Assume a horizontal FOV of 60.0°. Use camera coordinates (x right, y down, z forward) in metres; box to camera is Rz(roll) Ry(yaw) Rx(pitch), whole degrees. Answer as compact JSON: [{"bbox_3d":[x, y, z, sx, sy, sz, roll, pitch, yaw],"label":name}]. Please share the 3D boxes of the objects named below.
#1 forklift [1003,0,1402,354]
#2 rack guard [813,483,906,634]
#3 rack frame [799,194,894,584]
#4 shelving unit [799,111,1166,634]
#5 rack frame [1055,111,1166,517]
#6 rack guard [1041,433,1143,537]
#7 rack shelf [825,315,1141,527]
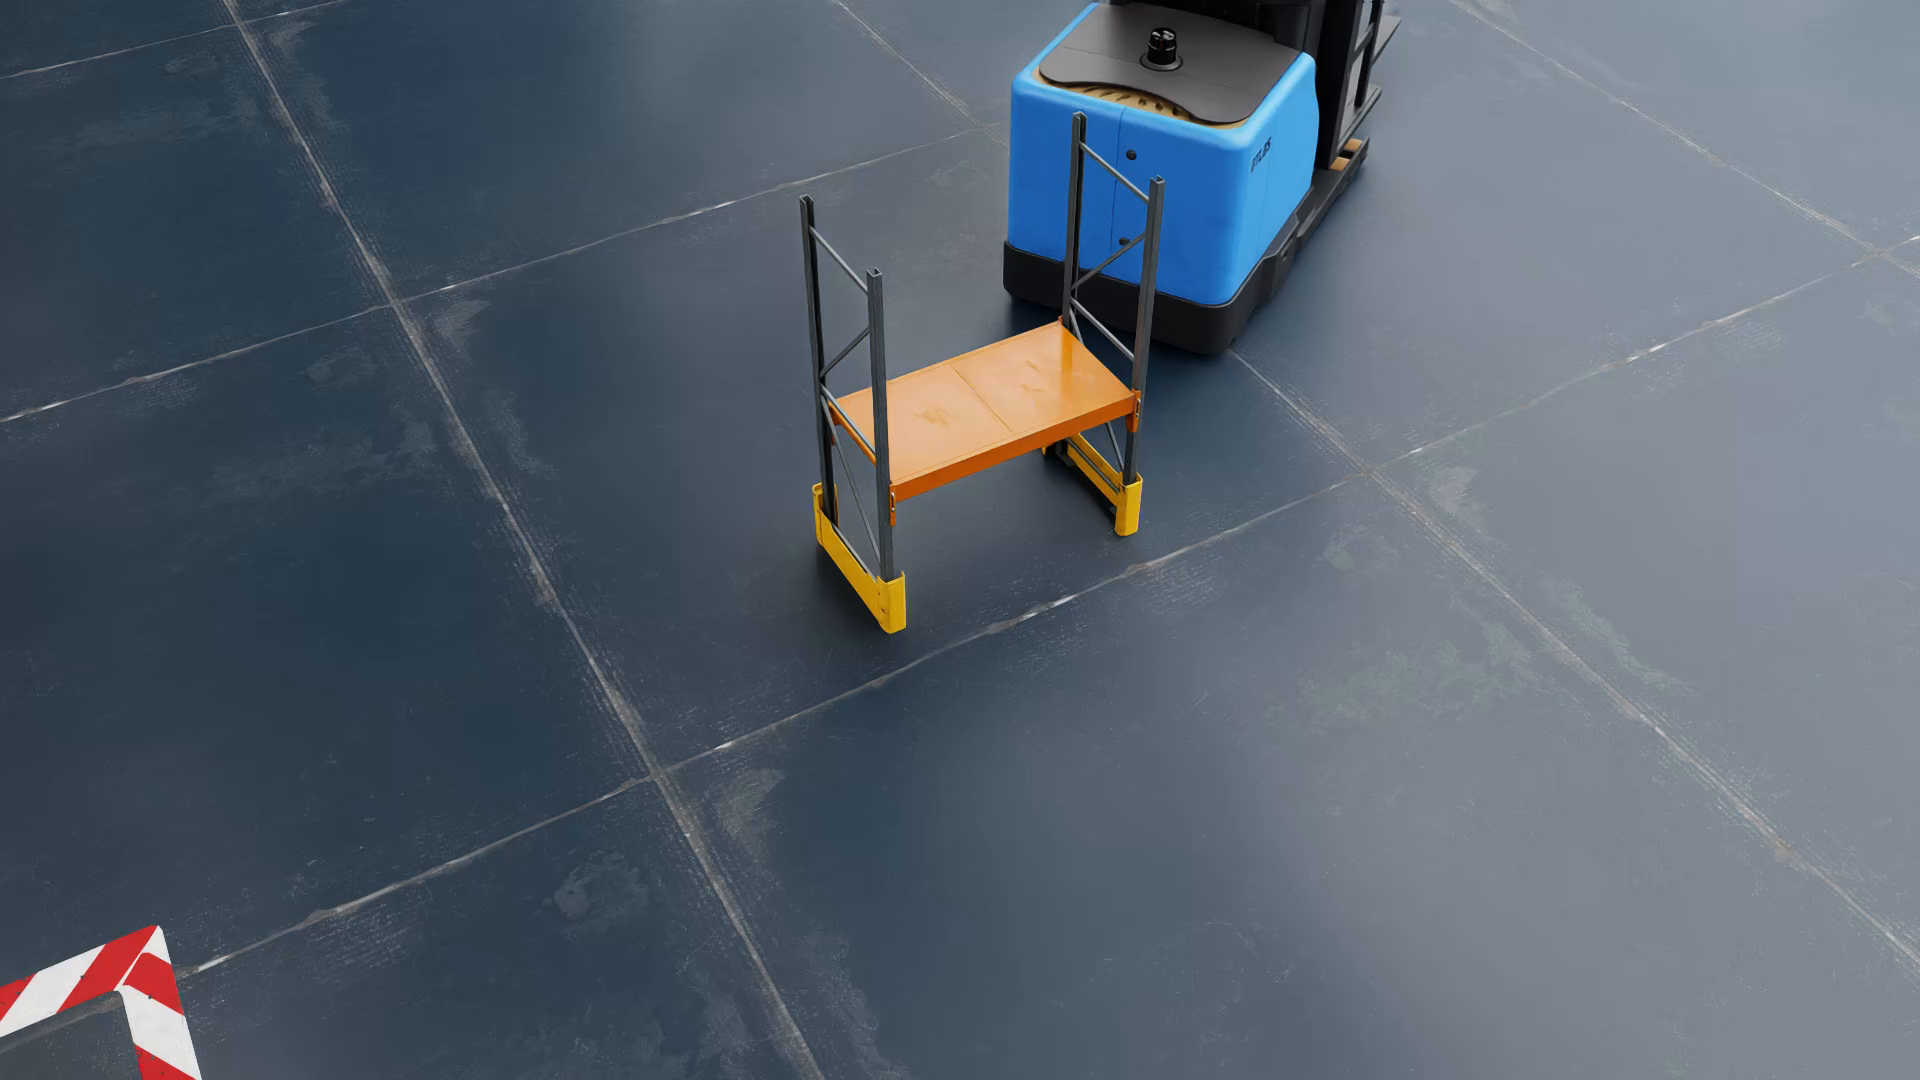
[{"bbox_3d":[1.327,-2.852,7.084,1.130,2.935,3.031,20,48,20],"label":"forklift"},{"bbox_3d":[-0.366,0.057,6.012,0.087,0.250,0.587,-22,48,-21],"label":"rack guard"},{"bbox_3d":[-0.367,-0.391,5.576,0.032,1.500,0.500,-22,48,-21],"label":"rack frame"},{"bbox_3d":[0.066,-0.565,5.755,1.083,1.500,0.587,-22,48,-21],"label":"shelving unit"},{"bbox_3d":[0.515,-0.744,5.940,0.032,1.500,0.500,-22,48,-21],"label":"rack frame"},{"bbox_3d":[0.498,-0.289,6.368,0.087,0.250,0.587,-22,48,-21],"label":"rack guard"},{"bbox_3d":[0.074,-0.439,5.883,1.000,0.185,0.538,-22,48,-21],"label":"rack shelf"}]
